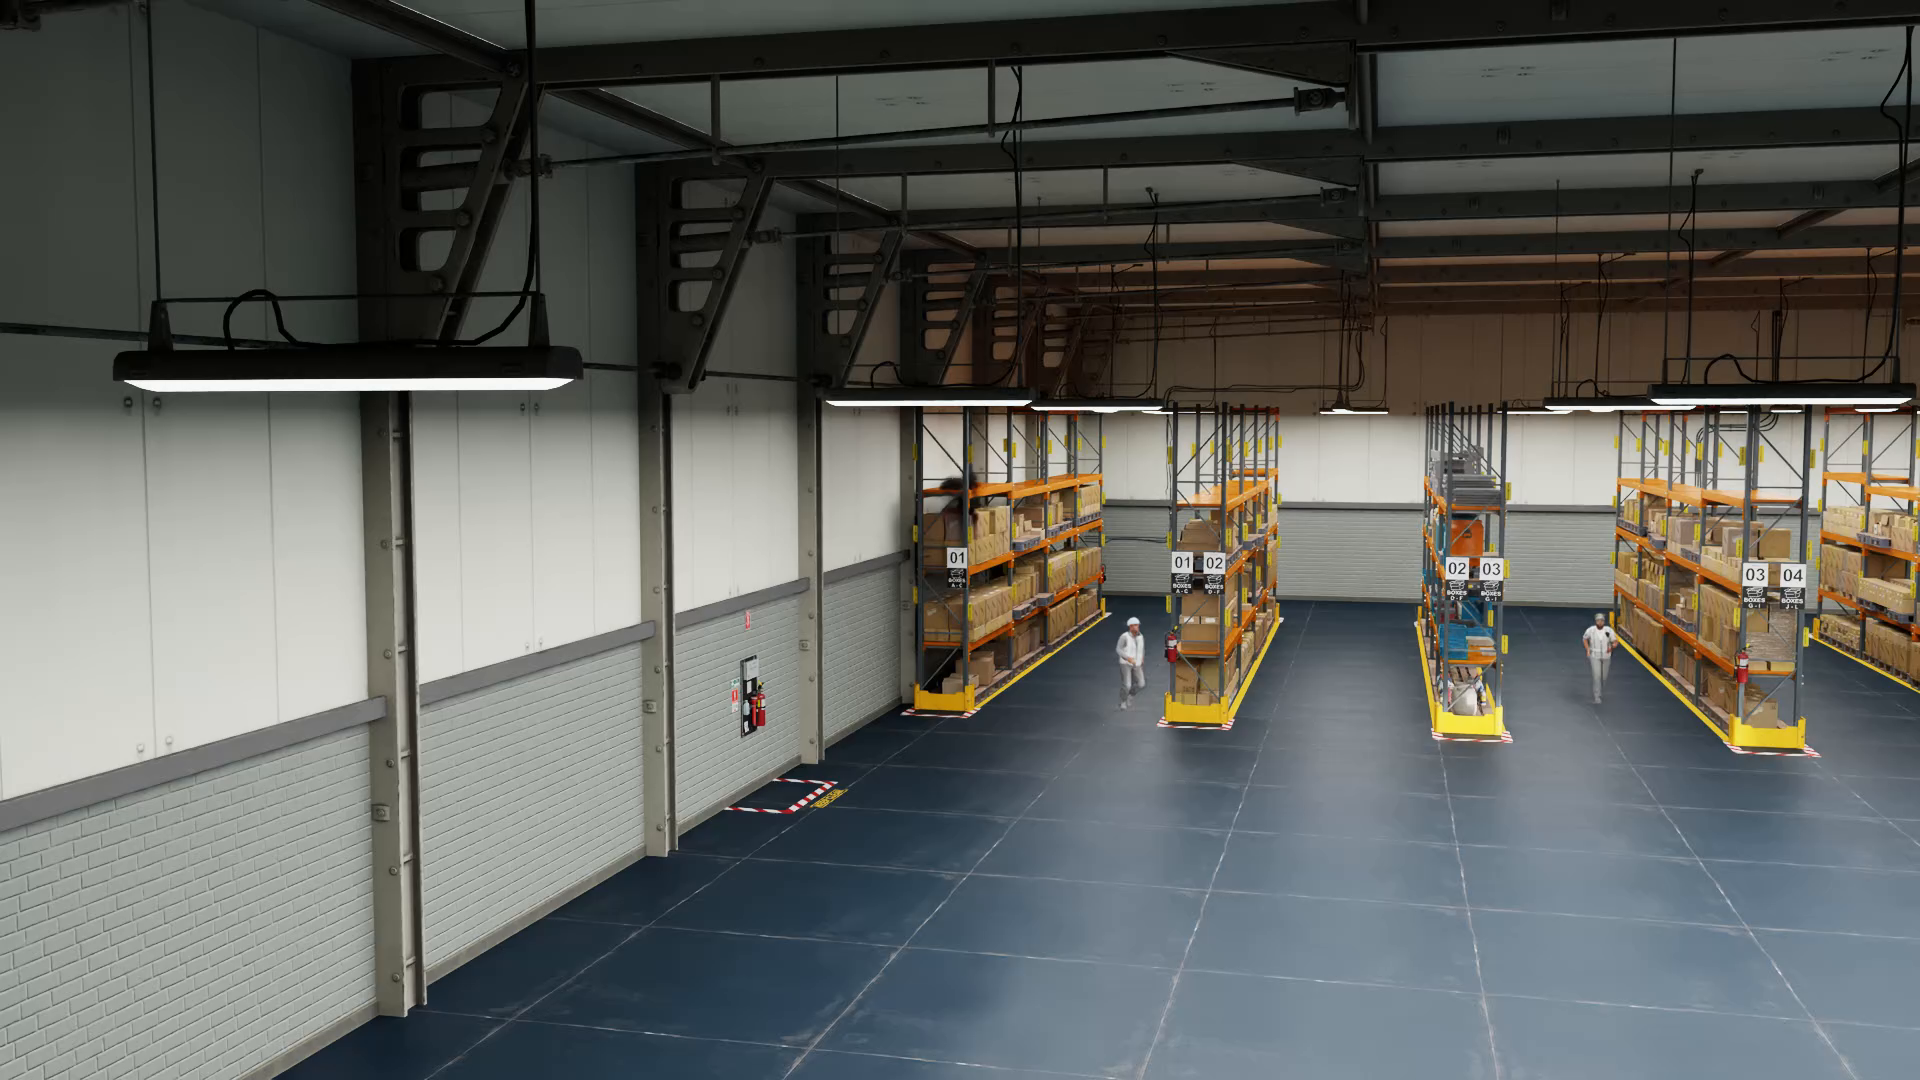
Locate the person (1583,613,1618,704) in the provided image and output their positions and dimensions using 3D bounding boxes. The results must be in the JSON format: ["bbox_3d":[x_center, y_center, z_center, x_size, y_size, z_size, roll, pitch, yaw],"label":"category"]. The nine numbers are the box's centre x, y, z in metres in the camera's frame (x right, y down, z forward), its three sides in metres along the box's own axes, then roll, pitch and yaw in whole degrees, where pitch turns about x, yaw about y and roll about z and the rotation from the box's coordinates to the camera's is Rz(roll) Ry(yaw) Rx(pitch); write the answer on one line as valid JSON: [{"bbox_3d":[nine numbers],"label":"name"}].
[{"bbox_3d":[12.866,2.343,33.421,0.643,1.782,0.912,1,4,13],"label":"person"}]

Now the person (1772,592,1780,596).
[{"bbox_3d":[21.153,1.704,43.357,0.676,1.643,0.632,3,5,39],"label":"person"}]

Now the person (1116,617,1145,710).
[{"bbox_3d":[3.226,2.297,30.909,0.696,1.724,0.535,-2,5,-28],"label":"person"}]
